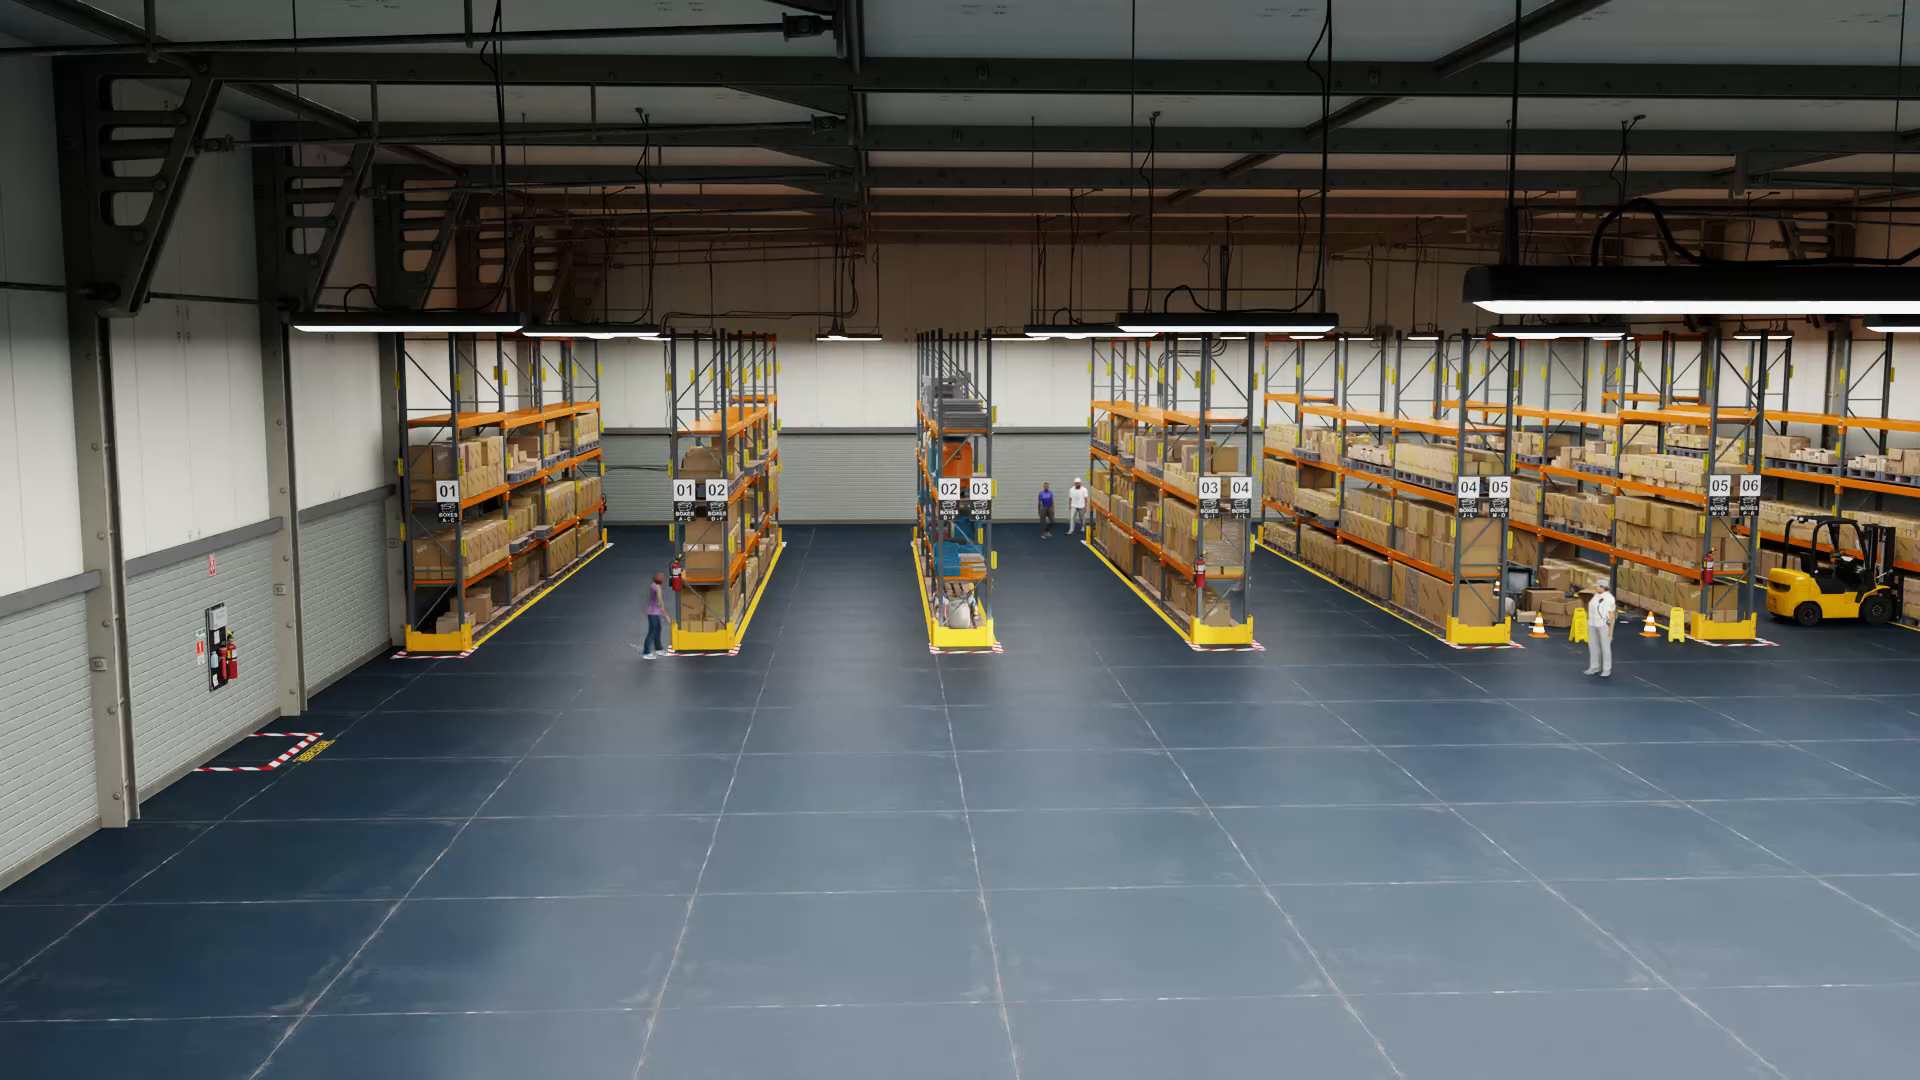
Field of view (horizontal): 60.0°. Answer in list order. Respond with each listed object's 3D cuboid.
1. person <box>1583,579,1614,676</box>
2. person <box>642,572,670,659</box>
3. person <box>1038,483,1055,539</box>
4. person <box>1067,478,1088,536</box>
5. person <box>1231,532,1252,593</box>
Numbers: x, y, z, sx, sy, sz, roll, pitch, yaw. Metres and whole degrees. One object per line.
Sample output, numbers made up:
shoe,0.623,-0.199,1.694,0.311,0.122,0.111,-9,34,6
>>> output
person,11.077,1.515,28.787,0.429,1.696,0.495,-4,8,-30
person,-5.569,1.373,30.416,0.537,1.599,0.576,-2,7,-18
person,2.524,-0.872,49.002,0.462,1.663,0.428,-3,8,-27
person,3.530,-1.011,49.955,0.631,1.729,1.039,2,7,17
person,6.521,0.324,38.445,0.382,1.806,0.521,-7,9,-44
